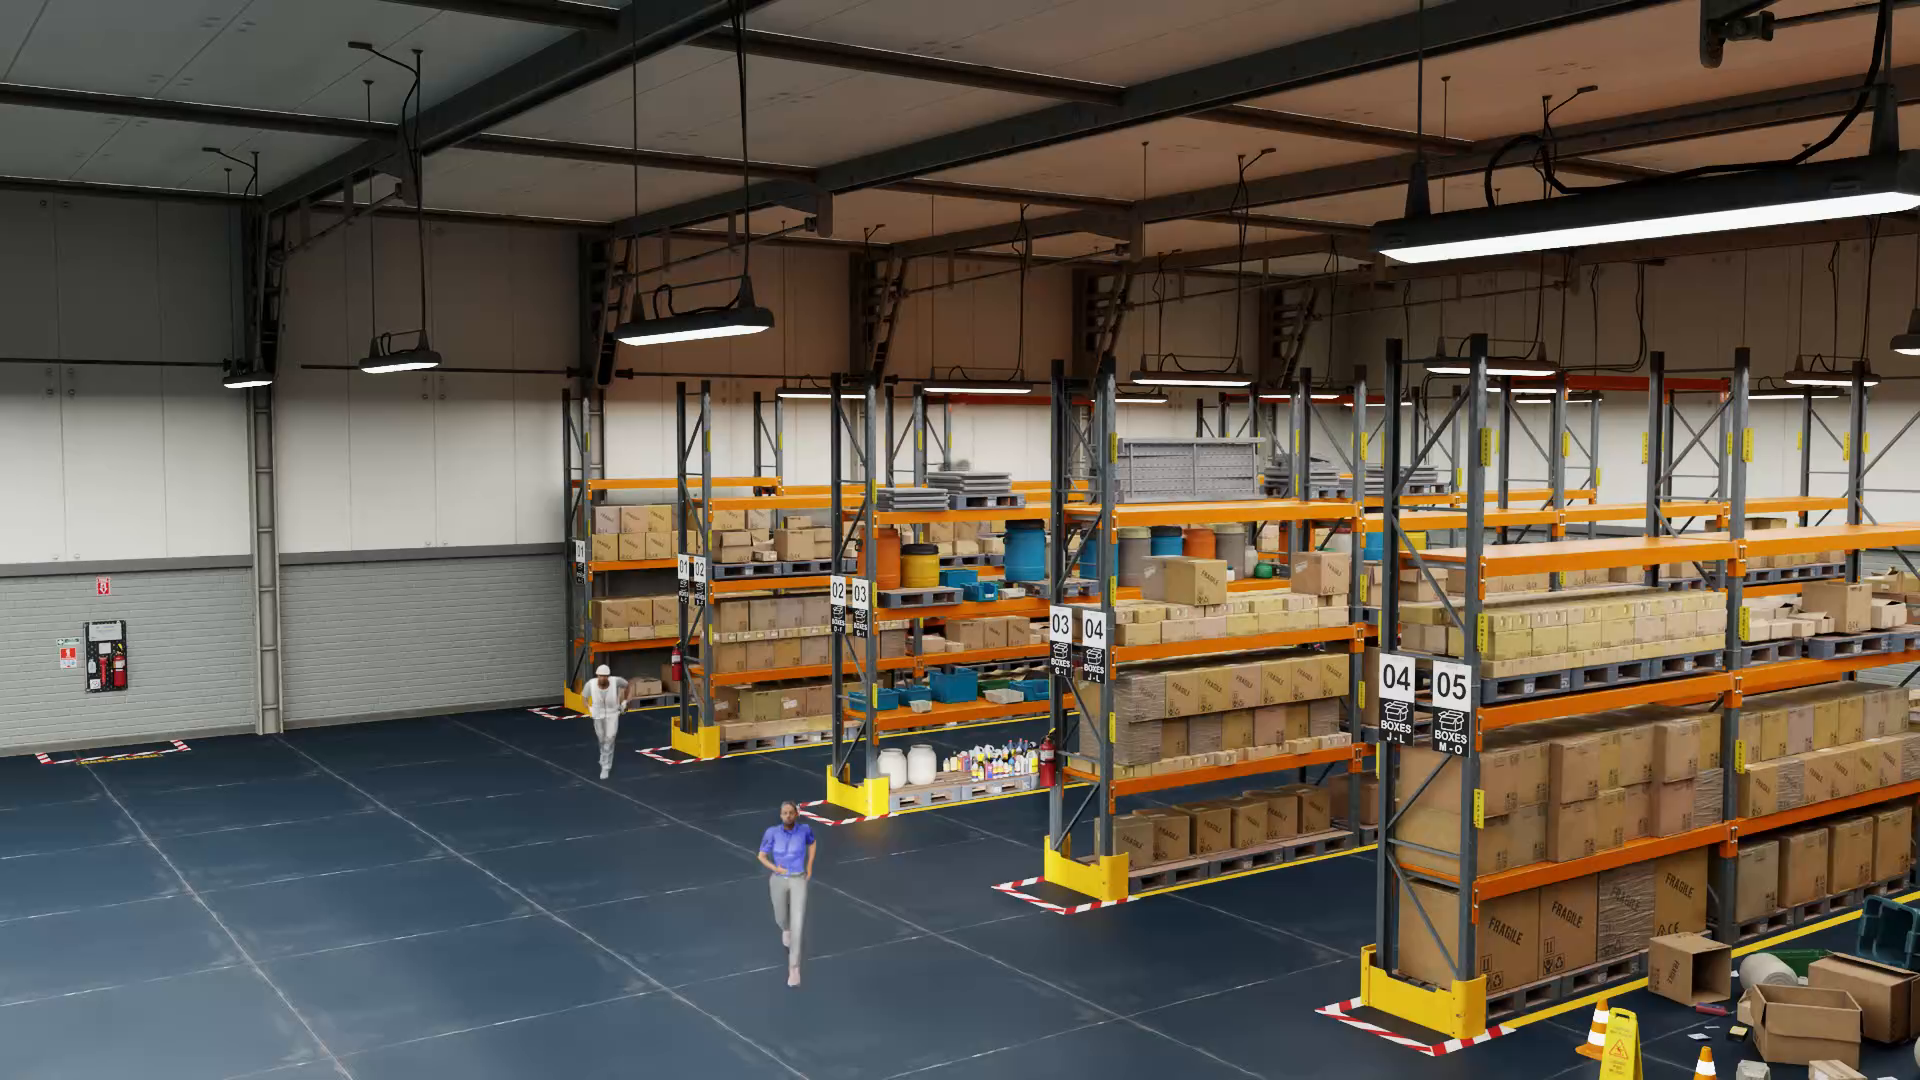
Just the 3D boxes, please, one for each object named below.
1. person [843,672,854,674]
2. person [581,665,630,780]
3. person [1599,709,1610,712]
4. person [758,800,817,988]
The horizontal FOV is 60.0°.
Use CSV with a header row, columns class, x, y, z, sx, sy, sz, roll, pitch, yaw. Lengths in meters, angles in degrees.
class,x,y,z,sx,sy,sz,roll,pitch,yaw
person,-2.116,2.062,30.799,0.873,1.781,0.608,-3,5,-37
person,-5.381,2.711,25.269,0.724,1.736,1.051,-1,4,-11
person,8.542,2.880,21.859,0.768,1.846,0.657,-3,5,-36
person,-1.663,3.323,16.000,0.543,1.675,1.077,0,4,0
